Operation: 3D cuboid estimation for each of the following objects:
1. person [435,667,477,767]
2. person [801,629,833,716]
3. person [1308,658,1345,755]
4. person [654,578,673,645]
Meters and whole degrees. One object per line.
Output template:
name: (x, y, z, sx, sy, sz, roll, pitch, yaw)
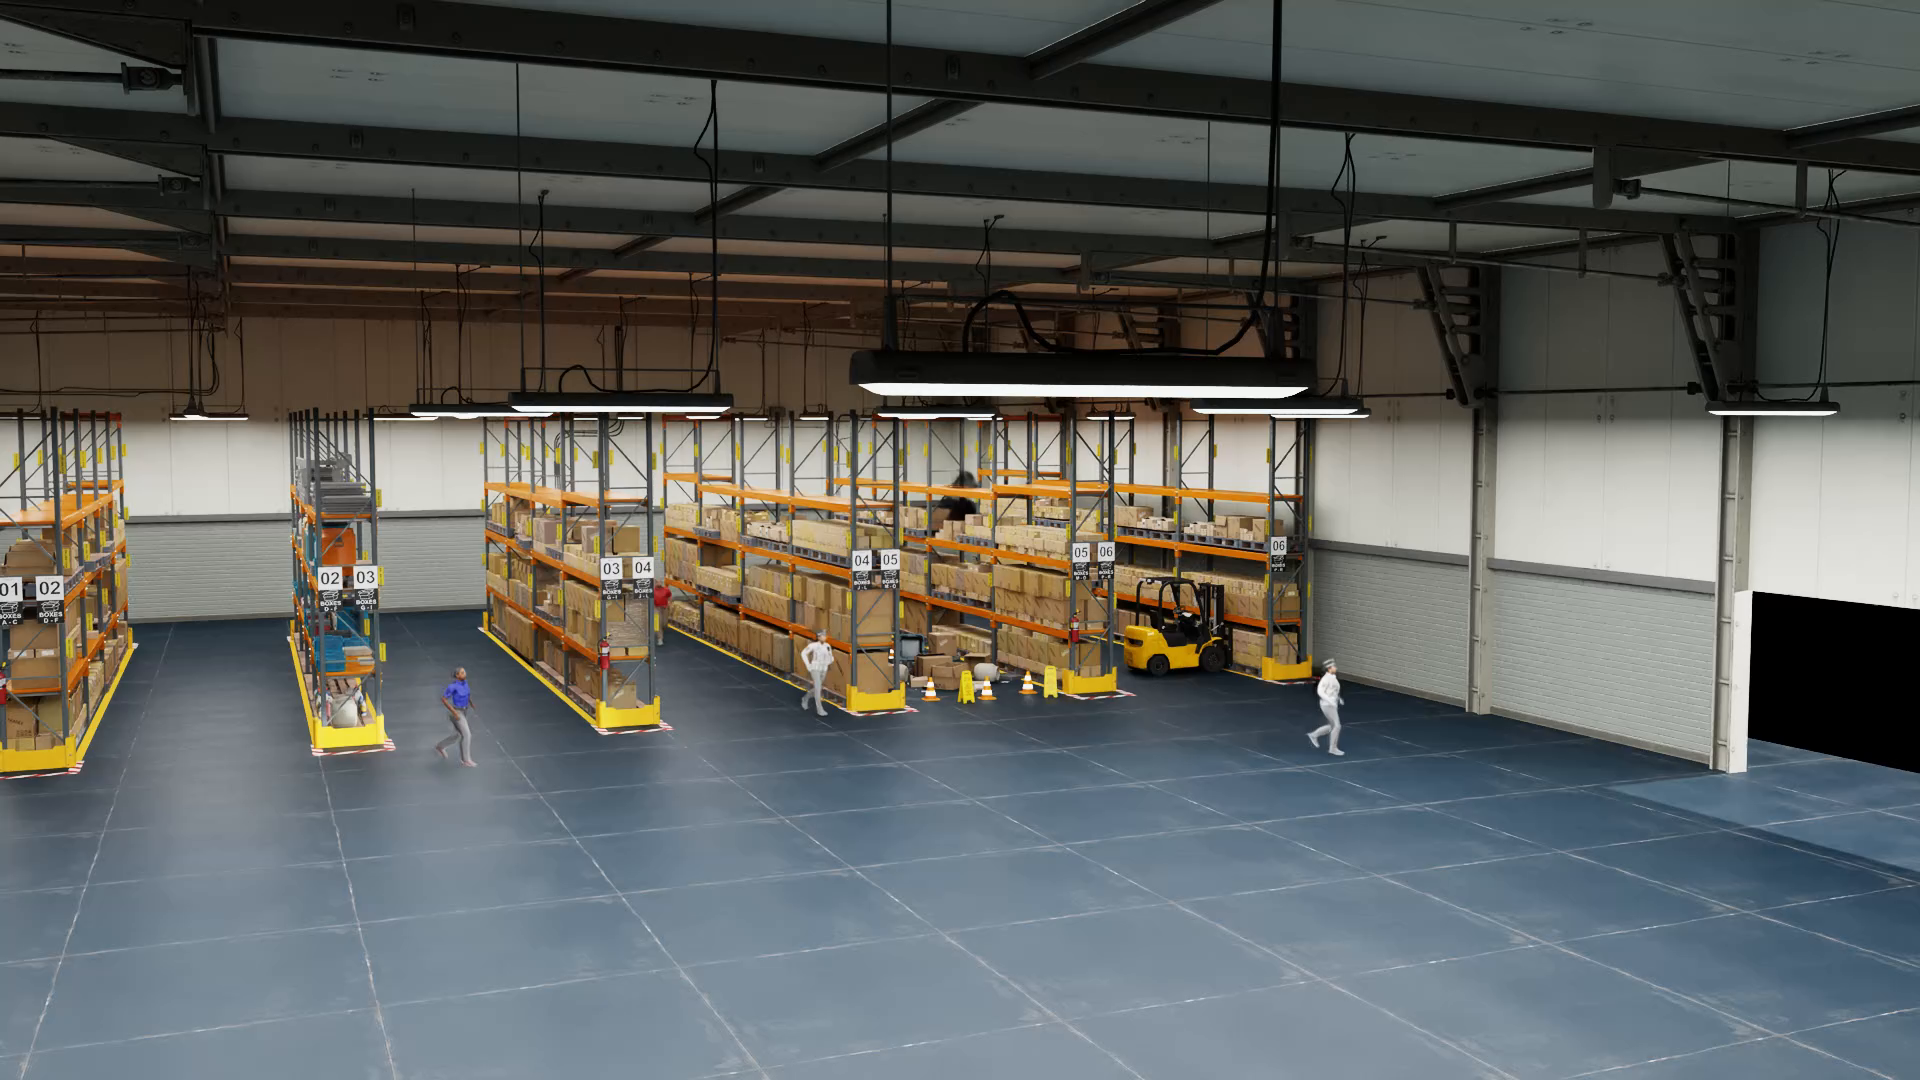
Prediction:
person: (-8.463, 2.950, 27.899, 0.795, 1.680, 0.576, 1, 4, 14)
person: (-2.759, 2.568, 32.709, 0.647, 1.652, 0.932, -3, 5, -40)
person: (6.345, 2.876, 28.802, 0.656, 1.680, 0.627, 2, 4, 24)
person: (-7.811, 1.884, 43.337, 0.656, 1.655, 0.719, -1, 4, -18)
